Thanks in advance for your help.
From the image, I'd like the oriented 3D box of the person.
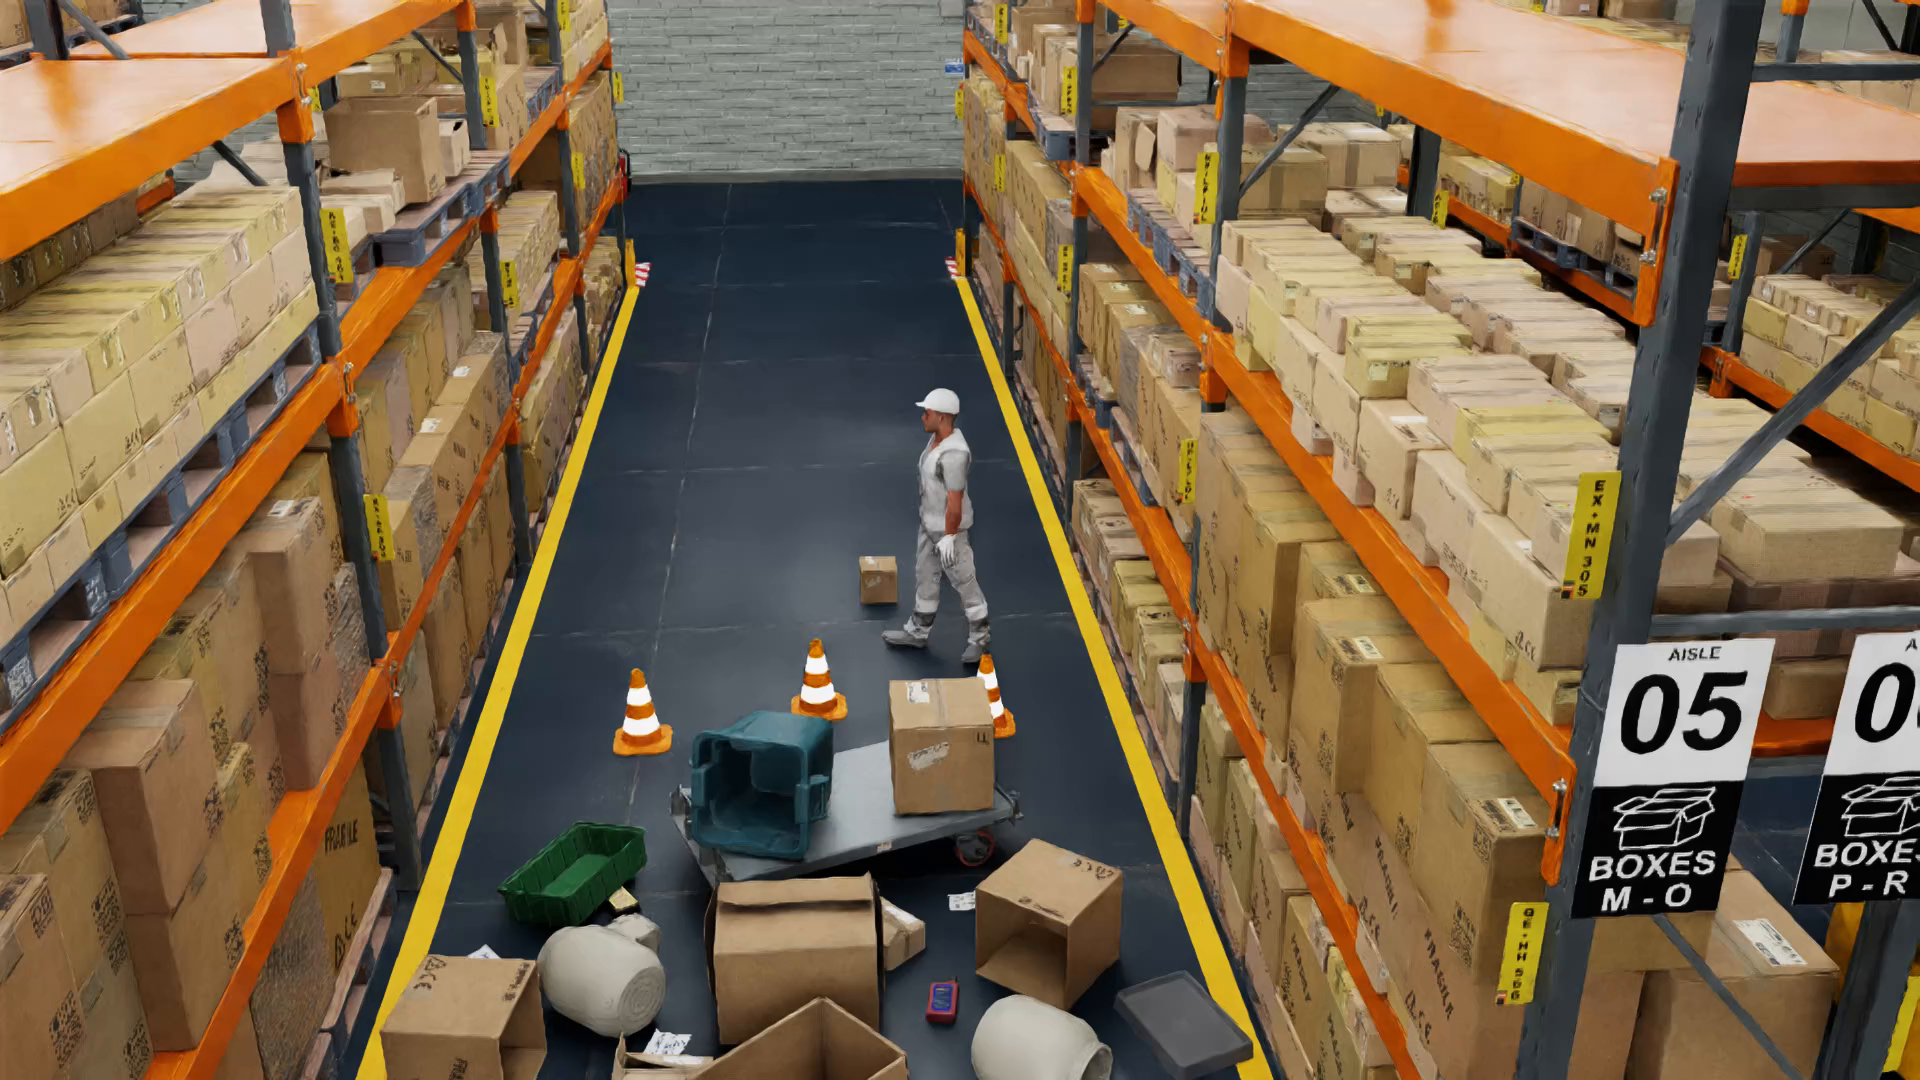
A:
[{"bbox_3d":[-0.165,-0.117,10.548,0.667,1.786,0.790,-6,24,-14],"label":"person"}]
